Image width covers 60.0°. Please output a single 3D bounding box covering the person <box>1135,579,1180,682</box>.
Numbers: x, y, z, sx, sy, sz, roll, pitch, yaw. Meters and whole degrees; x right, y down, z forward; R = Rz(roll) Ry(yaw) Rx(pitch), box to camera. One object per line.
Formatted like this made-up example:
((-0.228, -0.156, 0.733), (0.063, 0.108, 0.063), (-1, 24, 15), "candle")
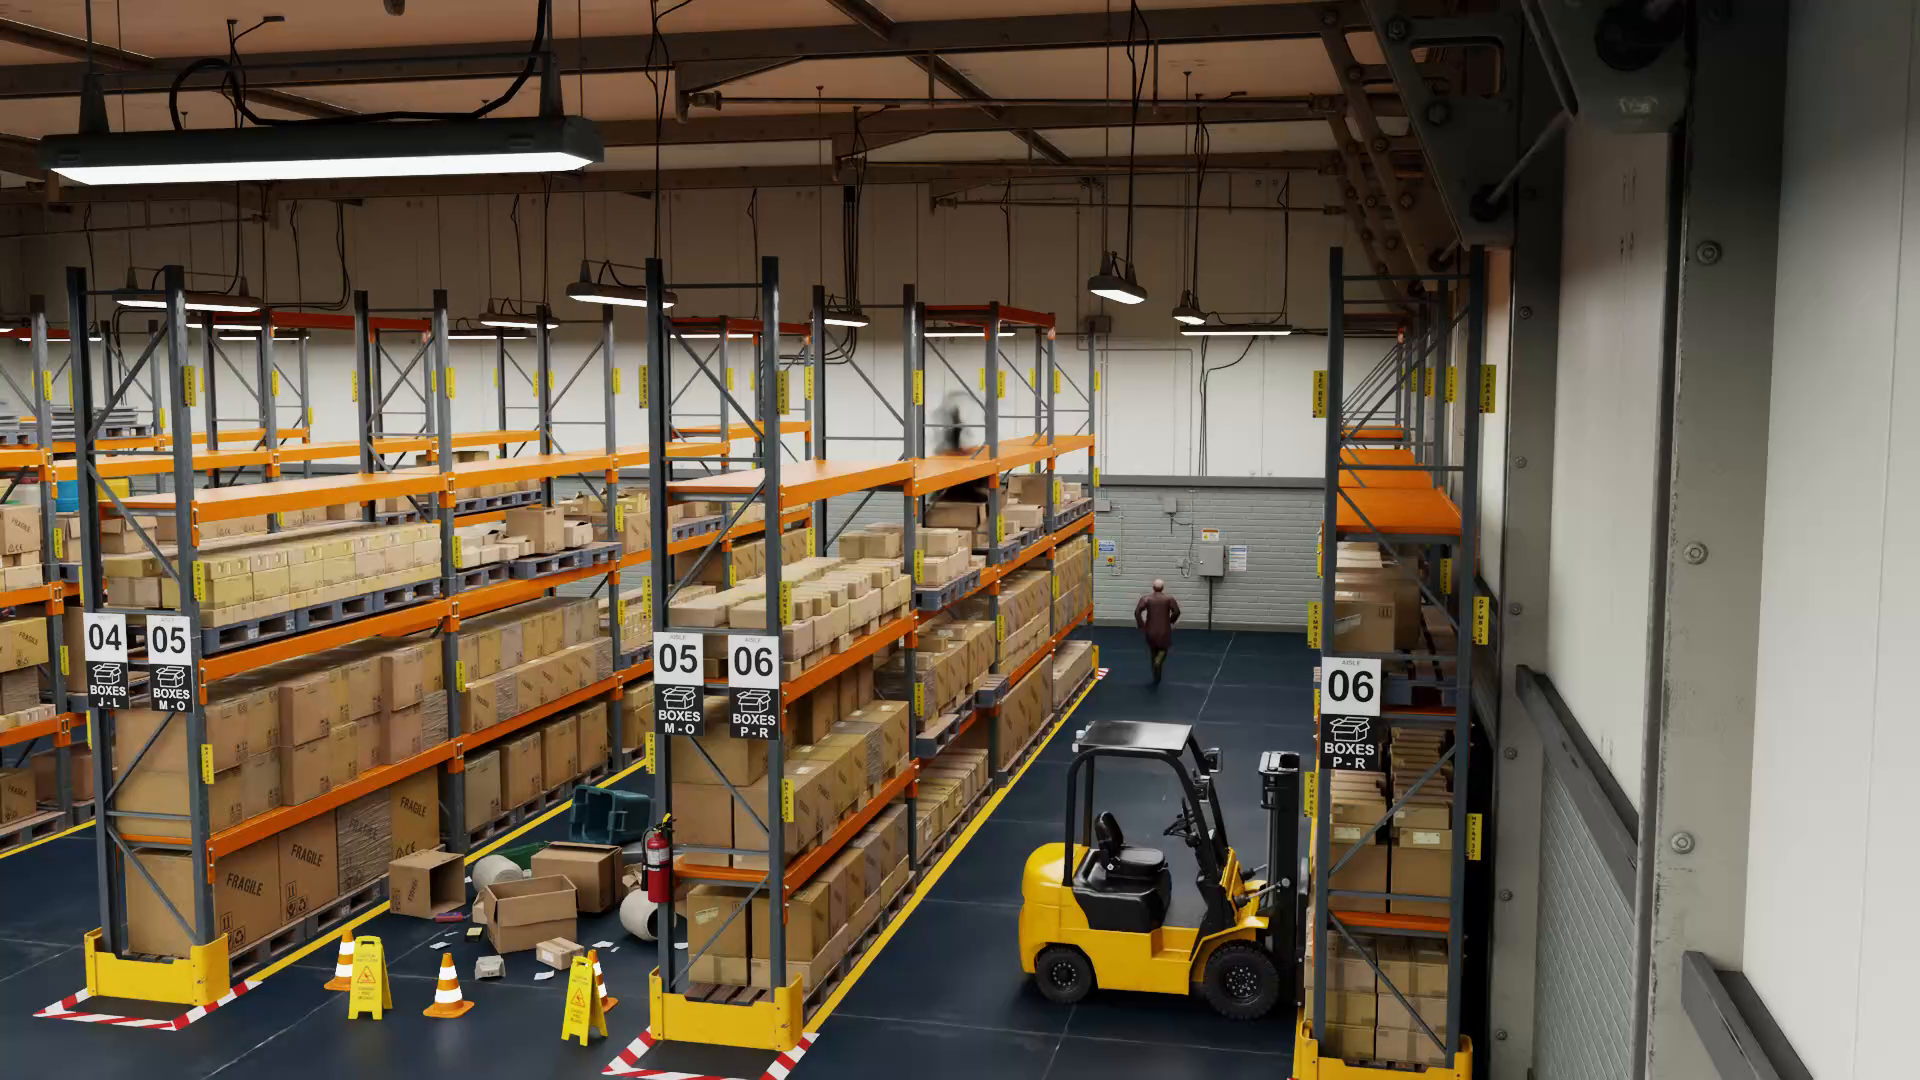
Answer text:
((3.288, 1.522, 27.602), (0.748, 1.756, 0.641), (2, 6, 15), "person")
